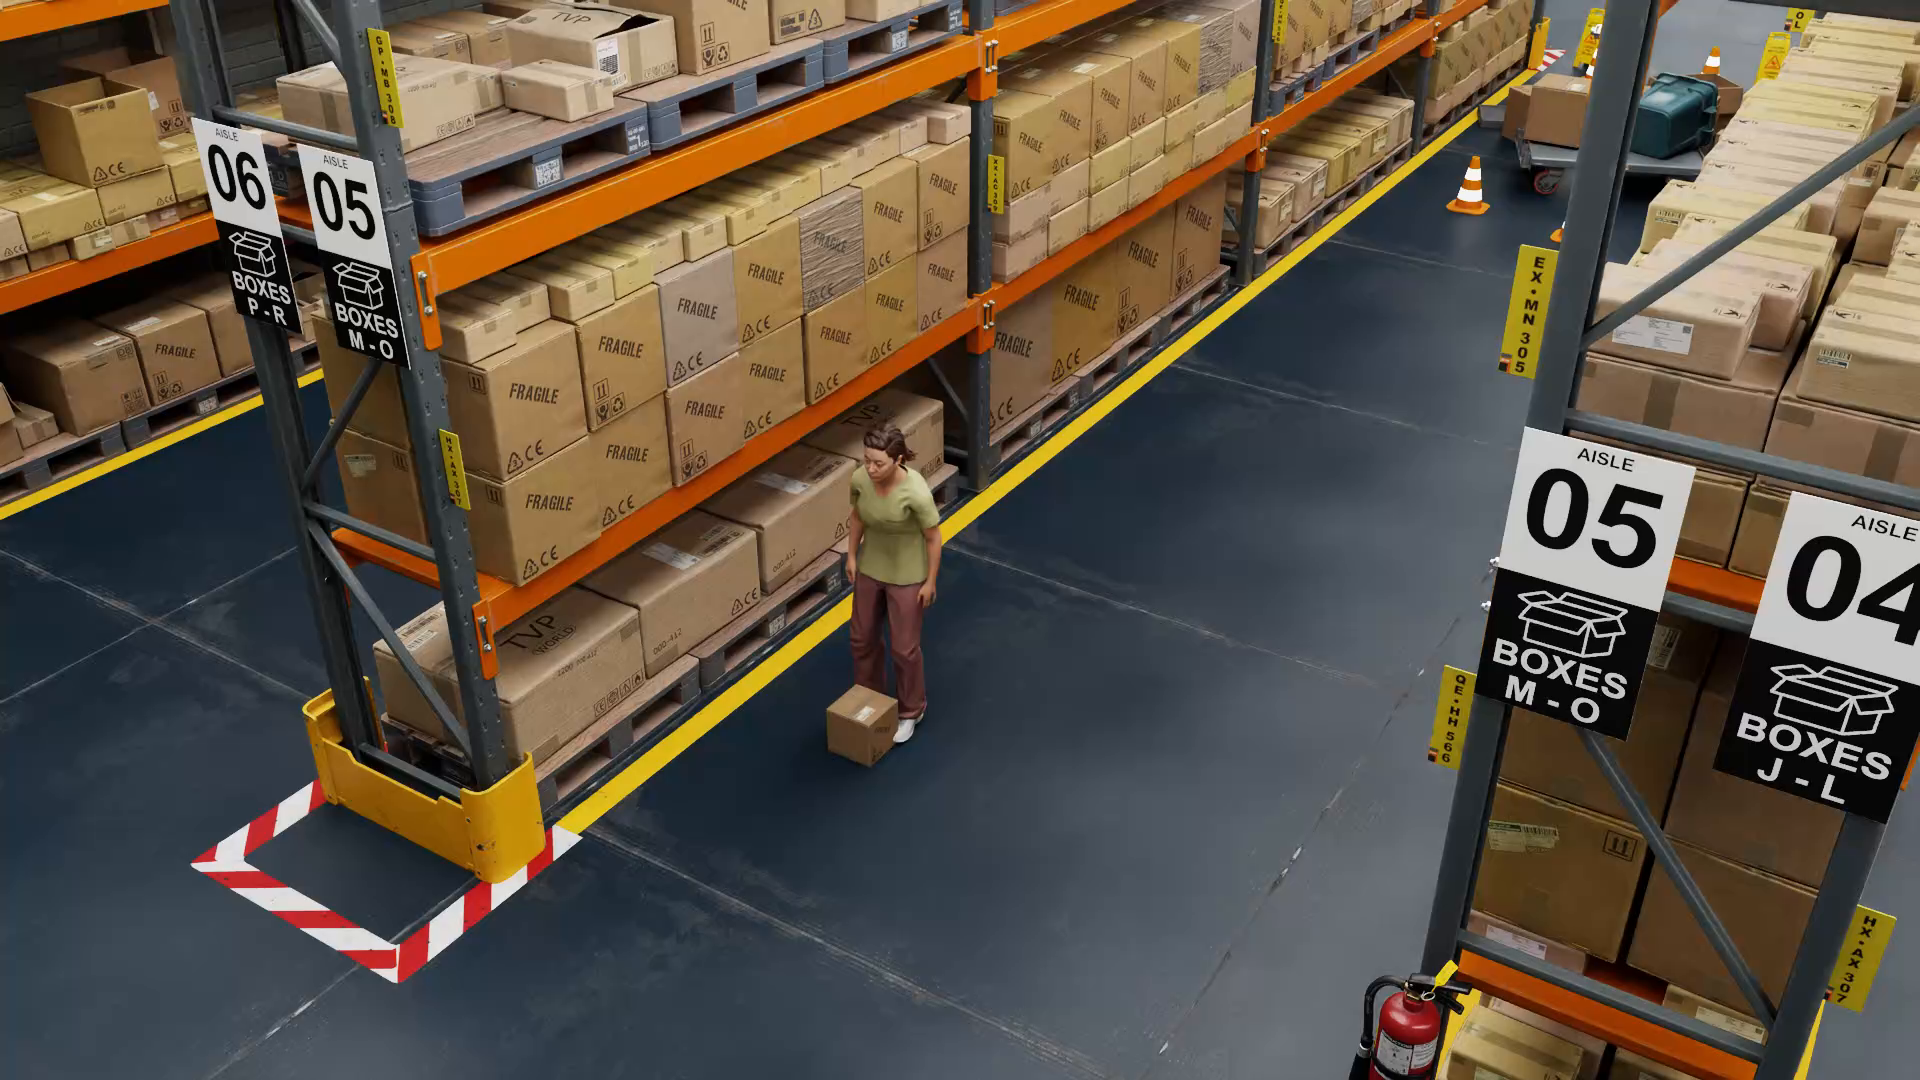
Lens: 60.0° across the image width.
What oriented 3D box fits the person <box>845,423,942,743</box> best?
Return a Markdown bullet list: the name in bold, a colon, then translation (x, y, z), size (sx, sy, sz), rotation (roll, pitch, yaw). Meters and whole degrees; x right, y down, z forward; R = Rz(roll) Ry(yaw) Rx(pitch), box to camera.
- **person**: translation (-0.338, 0.179, 7.882), size (0.506, 1.671, 0.364), rotation (17, 35, 26)
